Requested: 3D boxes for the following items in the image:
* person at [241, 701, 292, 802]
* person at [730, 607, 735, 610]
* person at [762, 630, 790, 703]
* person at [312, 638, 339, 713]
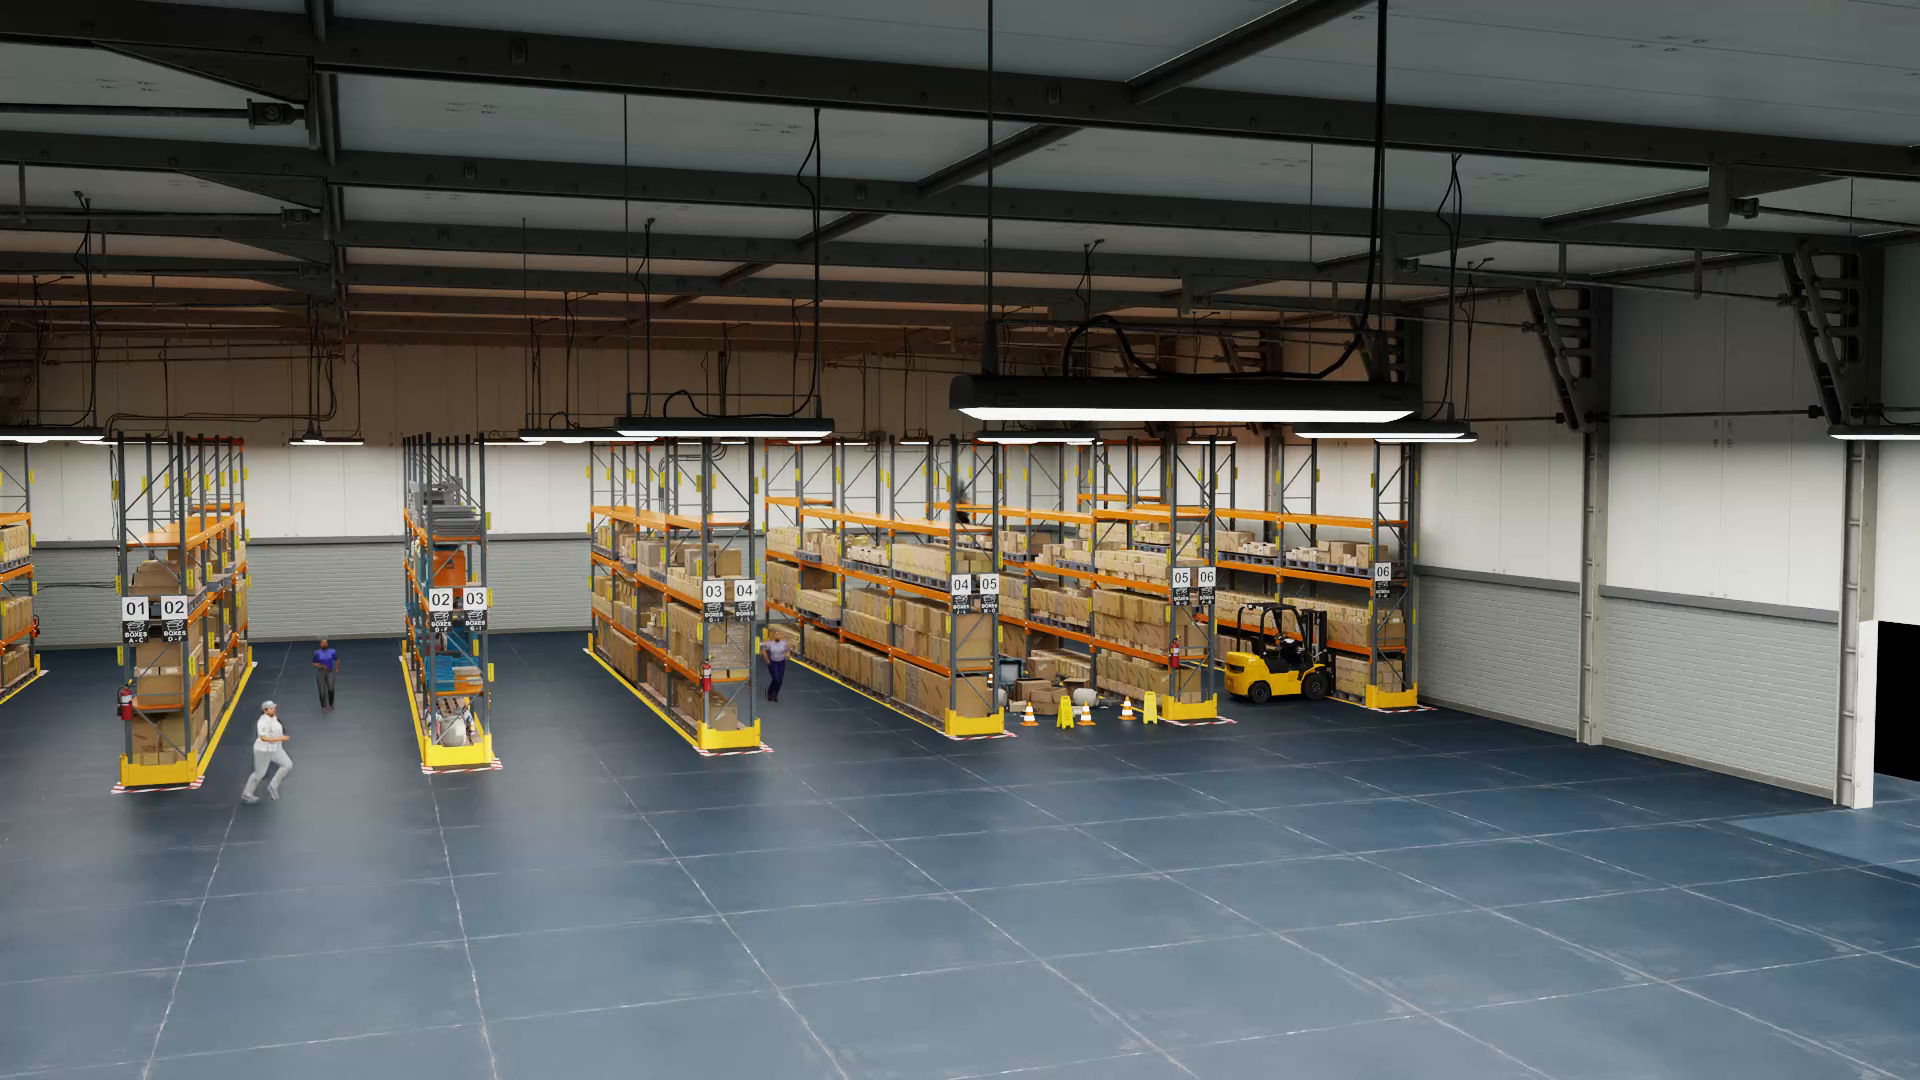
[{"bbox_3d":[-11.157,3.401,26.847,0.827,1.644,0.618,1,3,10],"label":"person"},{"bbox_3d":[-6.571,2.249,47.152,0.702,1.829,0.817,-1,3,-10],"label":"person"},{"bbox_3d":[-4.096,2.841,37.392,0.581,1.631,0.623,-1,3,-25],"label":"person"},{"bbox_3d":[-13.609,2.923,35.714,0.549,1.615,0.649,-1,3,-23],"label":"person"}]
